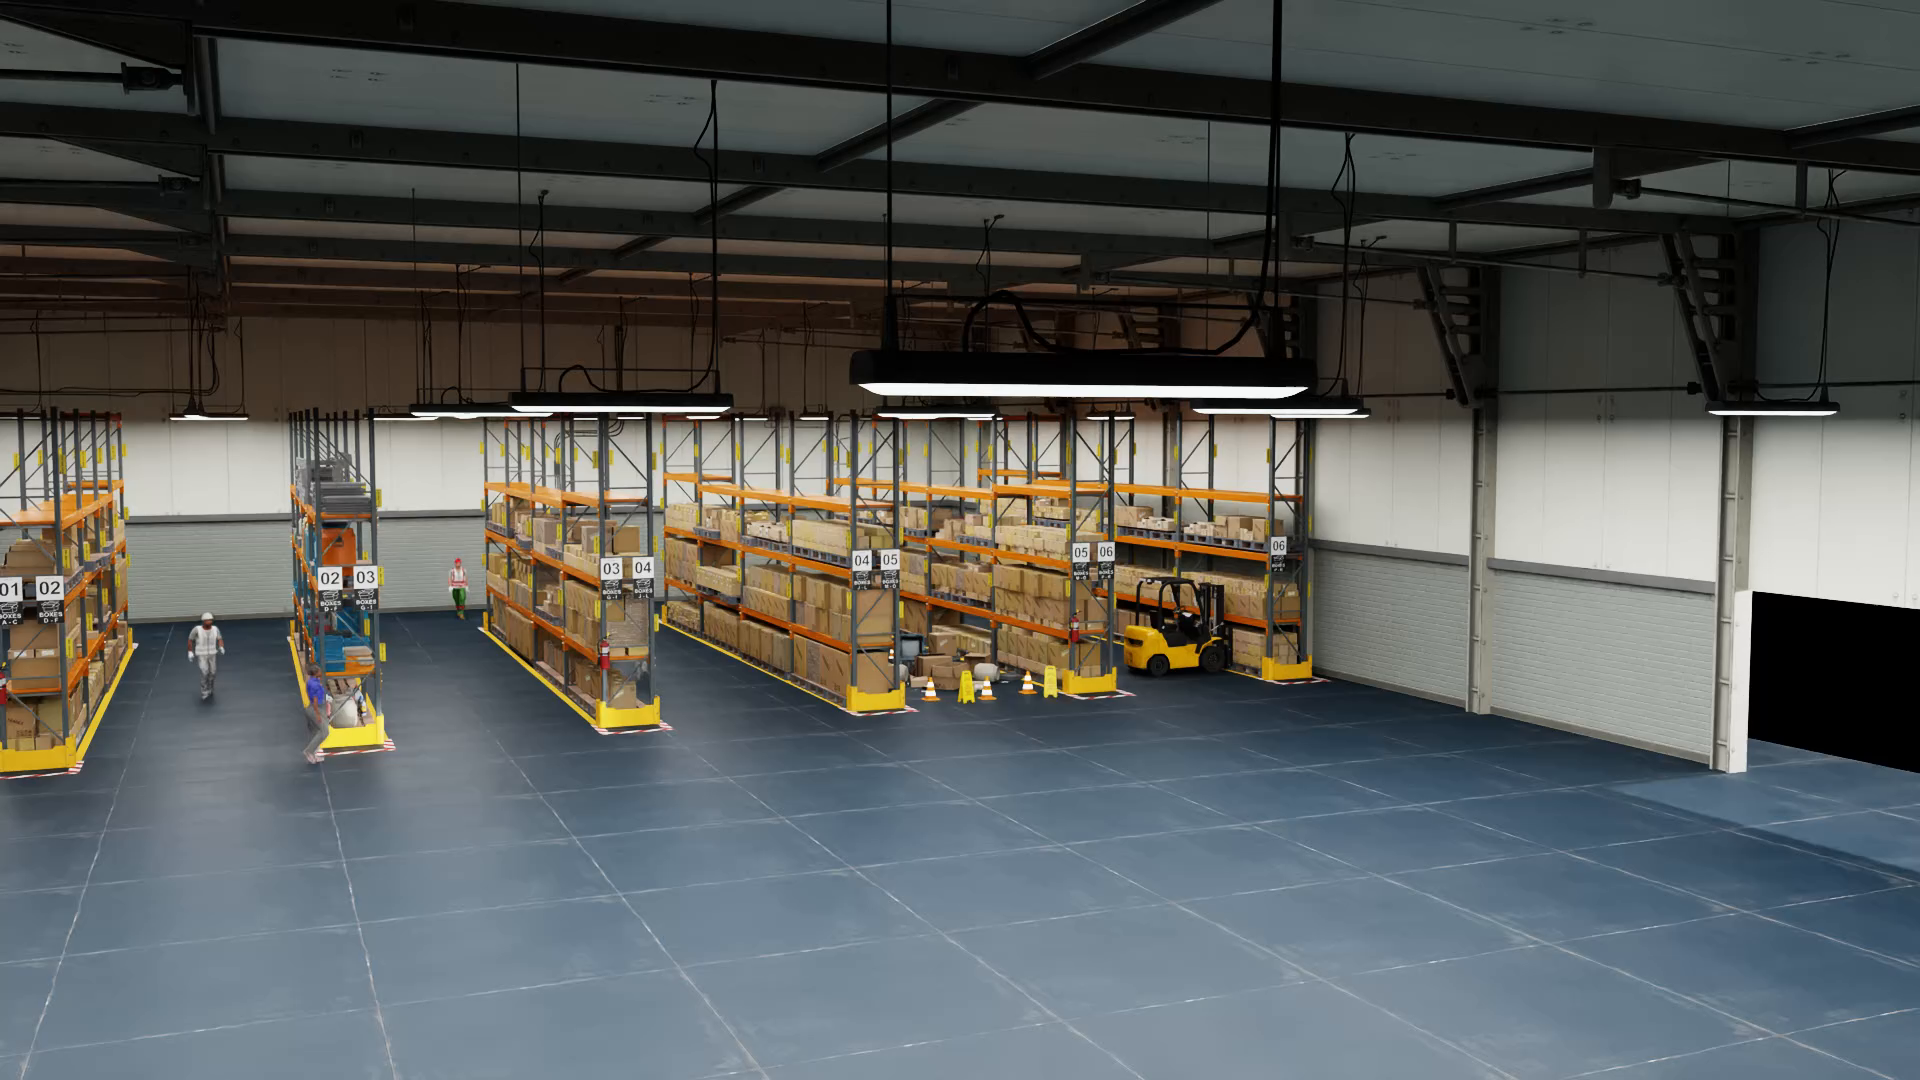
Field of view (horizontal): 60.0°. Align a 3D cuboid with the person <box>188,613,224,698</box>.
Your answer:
[{"bbox_3d":[-15.819,2.449,34.921,0.662,1.832,0.655,-4,5,-43],"label":"person"}]

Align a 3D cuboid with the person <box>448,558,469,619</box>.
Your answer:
[{"bbox_3d":[-14.747,1.408,48.798,0.536,1.731,0.978,-1,4,-7],"label":"person"}]

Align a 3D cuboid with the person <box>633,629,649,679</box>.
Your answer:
[{"bbox_3d":[-7.233,2.226,37.260,0.592,1.752,0.484,-1,4,-13],"label":"person"}]

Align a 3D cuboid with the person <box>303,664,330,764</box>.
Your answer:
[{"bbox_3d":[-10.851,2.919,28.007,0.393,1.658,0.479,-2,5,-27],"label":"person"}]
